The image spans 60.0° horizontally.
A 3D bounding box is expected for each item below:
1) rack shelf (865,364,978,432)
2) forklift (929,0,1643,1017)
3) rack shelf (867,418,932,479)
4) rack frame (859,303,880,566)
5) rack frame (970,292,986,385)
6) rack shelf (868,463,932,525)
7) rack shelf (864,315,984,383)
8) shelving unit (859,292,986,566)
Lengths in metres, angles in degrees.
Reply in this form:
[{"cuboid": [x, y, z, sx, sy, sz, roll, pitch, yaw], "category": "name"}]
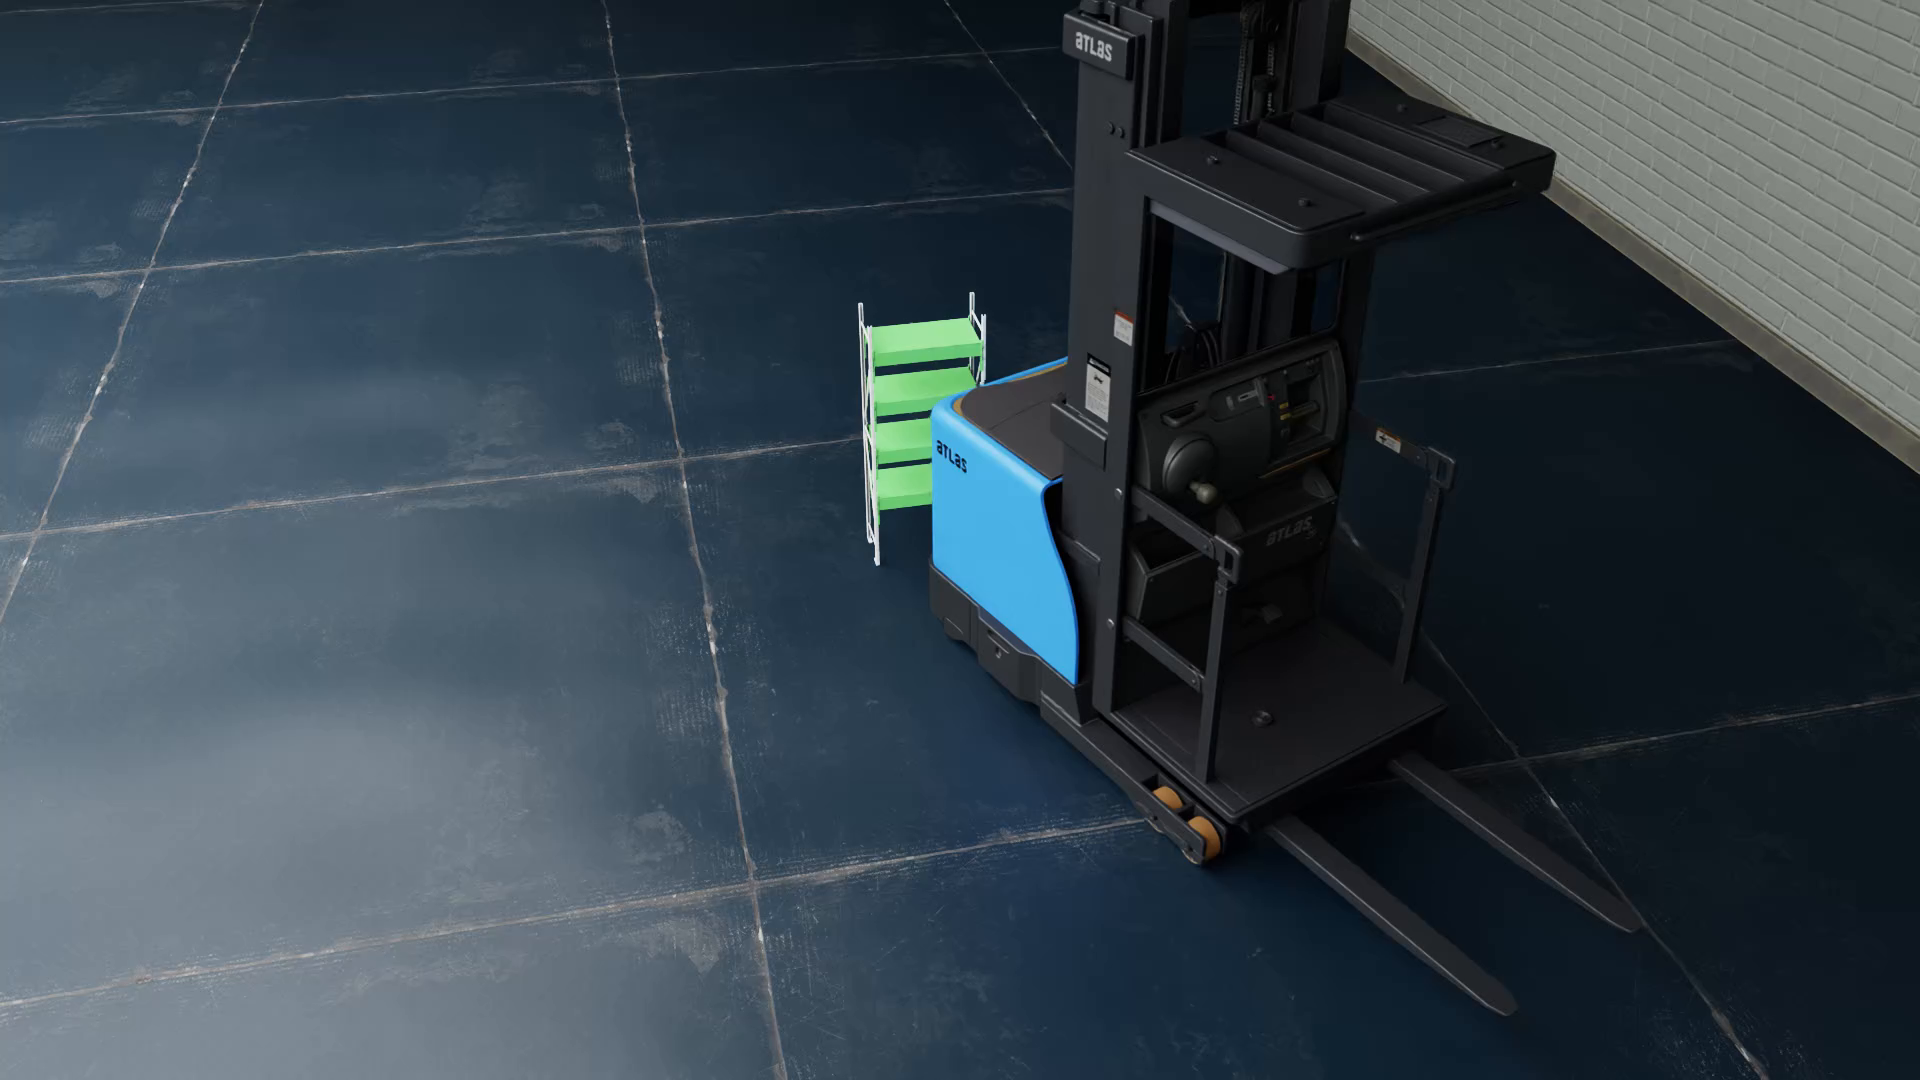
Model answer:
[{"cuboid": [-0.161, -0.624, 7.287, 0.480, 0.148, 0.258, -7, 35, -11], "category": "rack shelf"}, {"cuboid": [1.115, -0.356, 5.650, 1.130, 2.935, 3.031, -21, 39, -28], "category": "forklift"}, {"cuboid": [-0.161, -0.425, 7.421, 0.480, 0.148, 0.258, -7, 35, -11], "category": "rack shelf"}, {"cuboid": [-0.399, -0.448, 7.341, 0.015, 1.200, 0.240, -7, 35, -11], "category": "rack frame"}, {"cuboid": [0.077, -0.508, 7.430, 0.015, 1.200, 0.240, -7, 35, -11], "category": "rack frame"}, {"cuboid": [-0.161, -0.226, 7.555, 0.480, 0.148, 0.258, -7, 35, -11], "category": "rack shelf"}, {"cuboid": [-0.161, -0.823, 7.154, 0.480, 0.148, 0.258, -7, 35, -11], "category": "rack shelf"}, {"cuboid": [-0.161, -0.478, 7.385, 0.503, 1.200, 0.258, -7, 35, -11], "category": "shelving unit"}]
